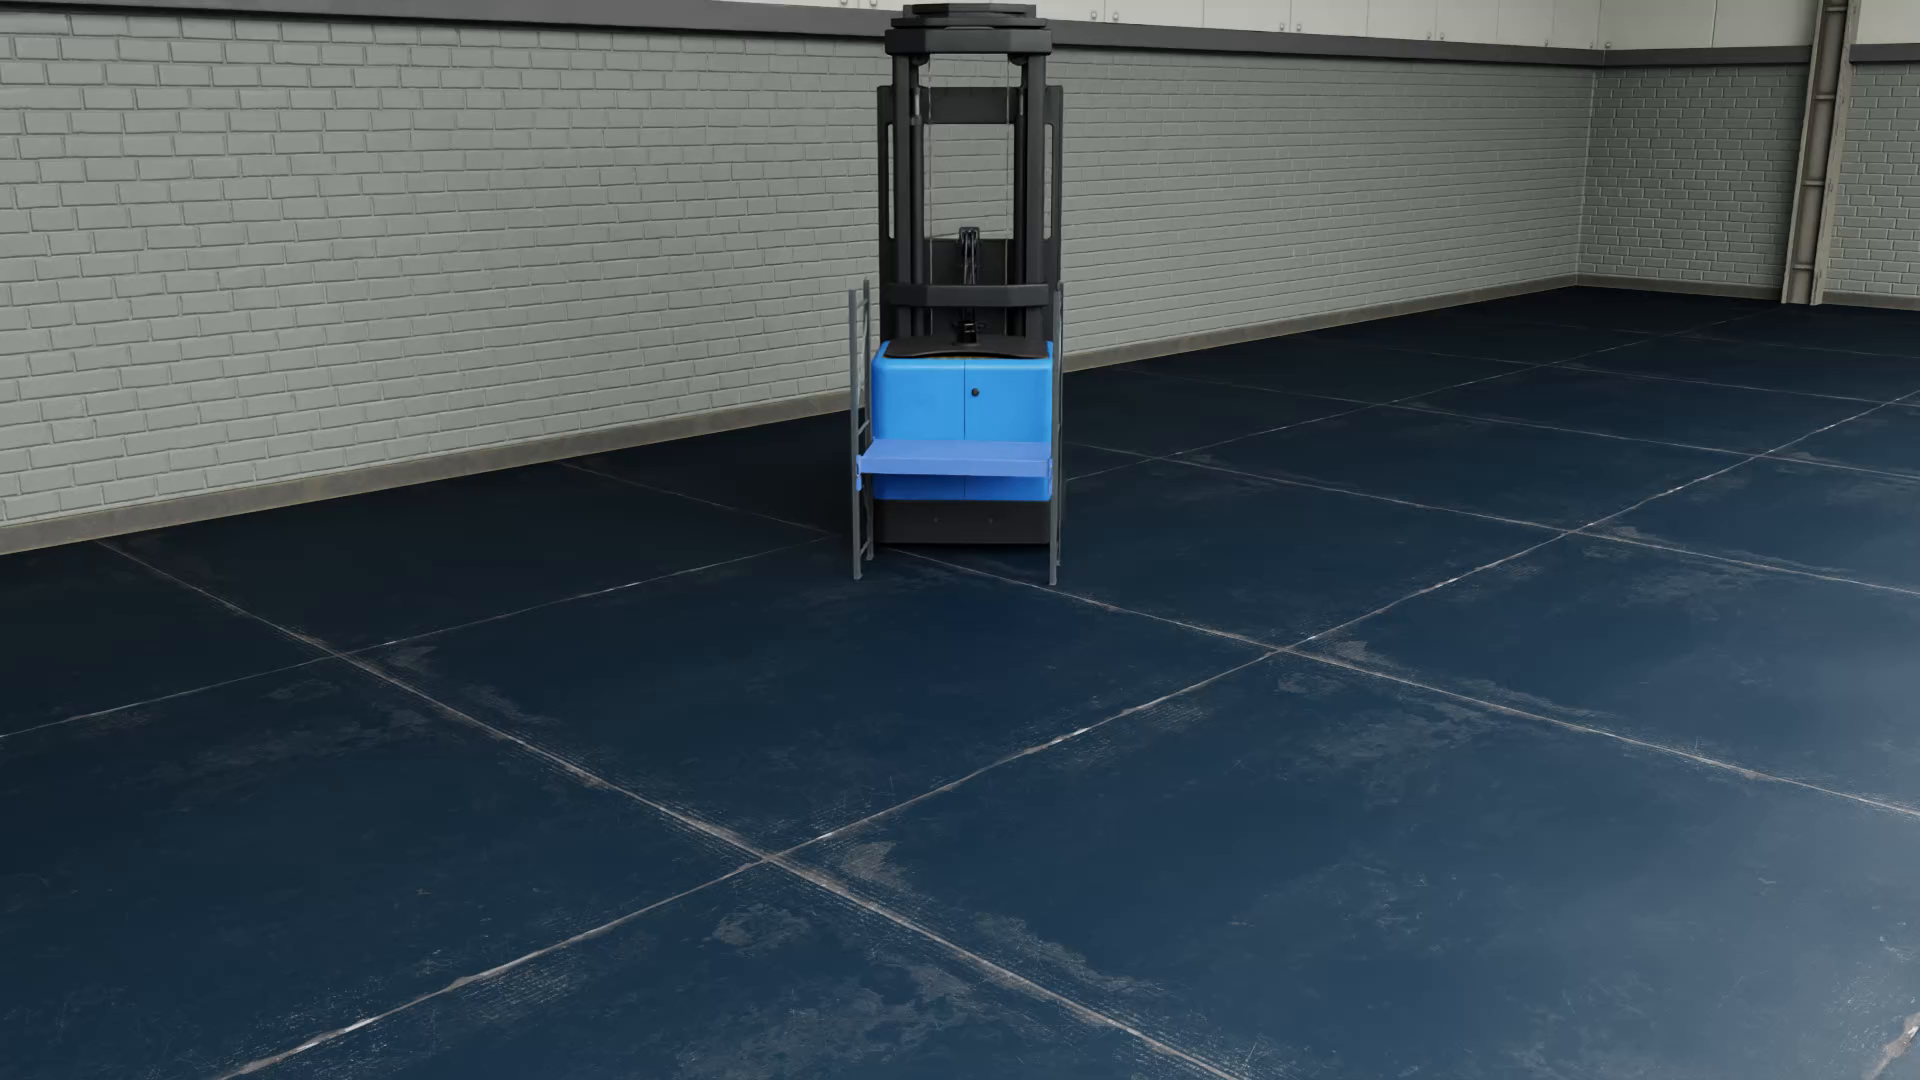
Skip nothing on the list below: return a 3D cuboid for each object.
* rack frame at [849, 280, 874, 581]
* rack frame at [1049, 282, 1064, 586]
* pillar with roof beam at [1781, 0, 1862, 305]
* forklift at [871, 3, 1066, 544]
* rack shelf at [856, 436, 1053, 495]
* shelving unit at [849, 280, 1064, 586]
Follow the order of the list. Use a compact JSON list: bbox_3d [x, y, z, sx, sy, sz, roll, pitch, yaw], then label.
[{"bbox_3d":[-0.513,-0.579,8.678,0.032,1.500,0.500,1,15,6],"label":"rack frame"},{"bbox_3d":[0.499,-0.553,8.580,0.032,1.500,0.500,1,15,6],"label":"rack frame"},{"bbox_3d":[7.542,-6.538,16.677,0.400,9.000,9.100,14,20,42],"label":"pillar with roof beam"},{"bbox_3d":[0.067,-1.709,10.179,1.130,2.935,3.031,0,15,2],"label":"forklift"},{"bbox_3d":[-0.007,-0.392,8.674,1.000,0.185,0.538,1,15,6],"label":"rack shelf"},{"bbox_3d":[-0.007,-0.566,8.629,1.048,1.500,0.538,1,15,6],"label":"shelving unit"}]
